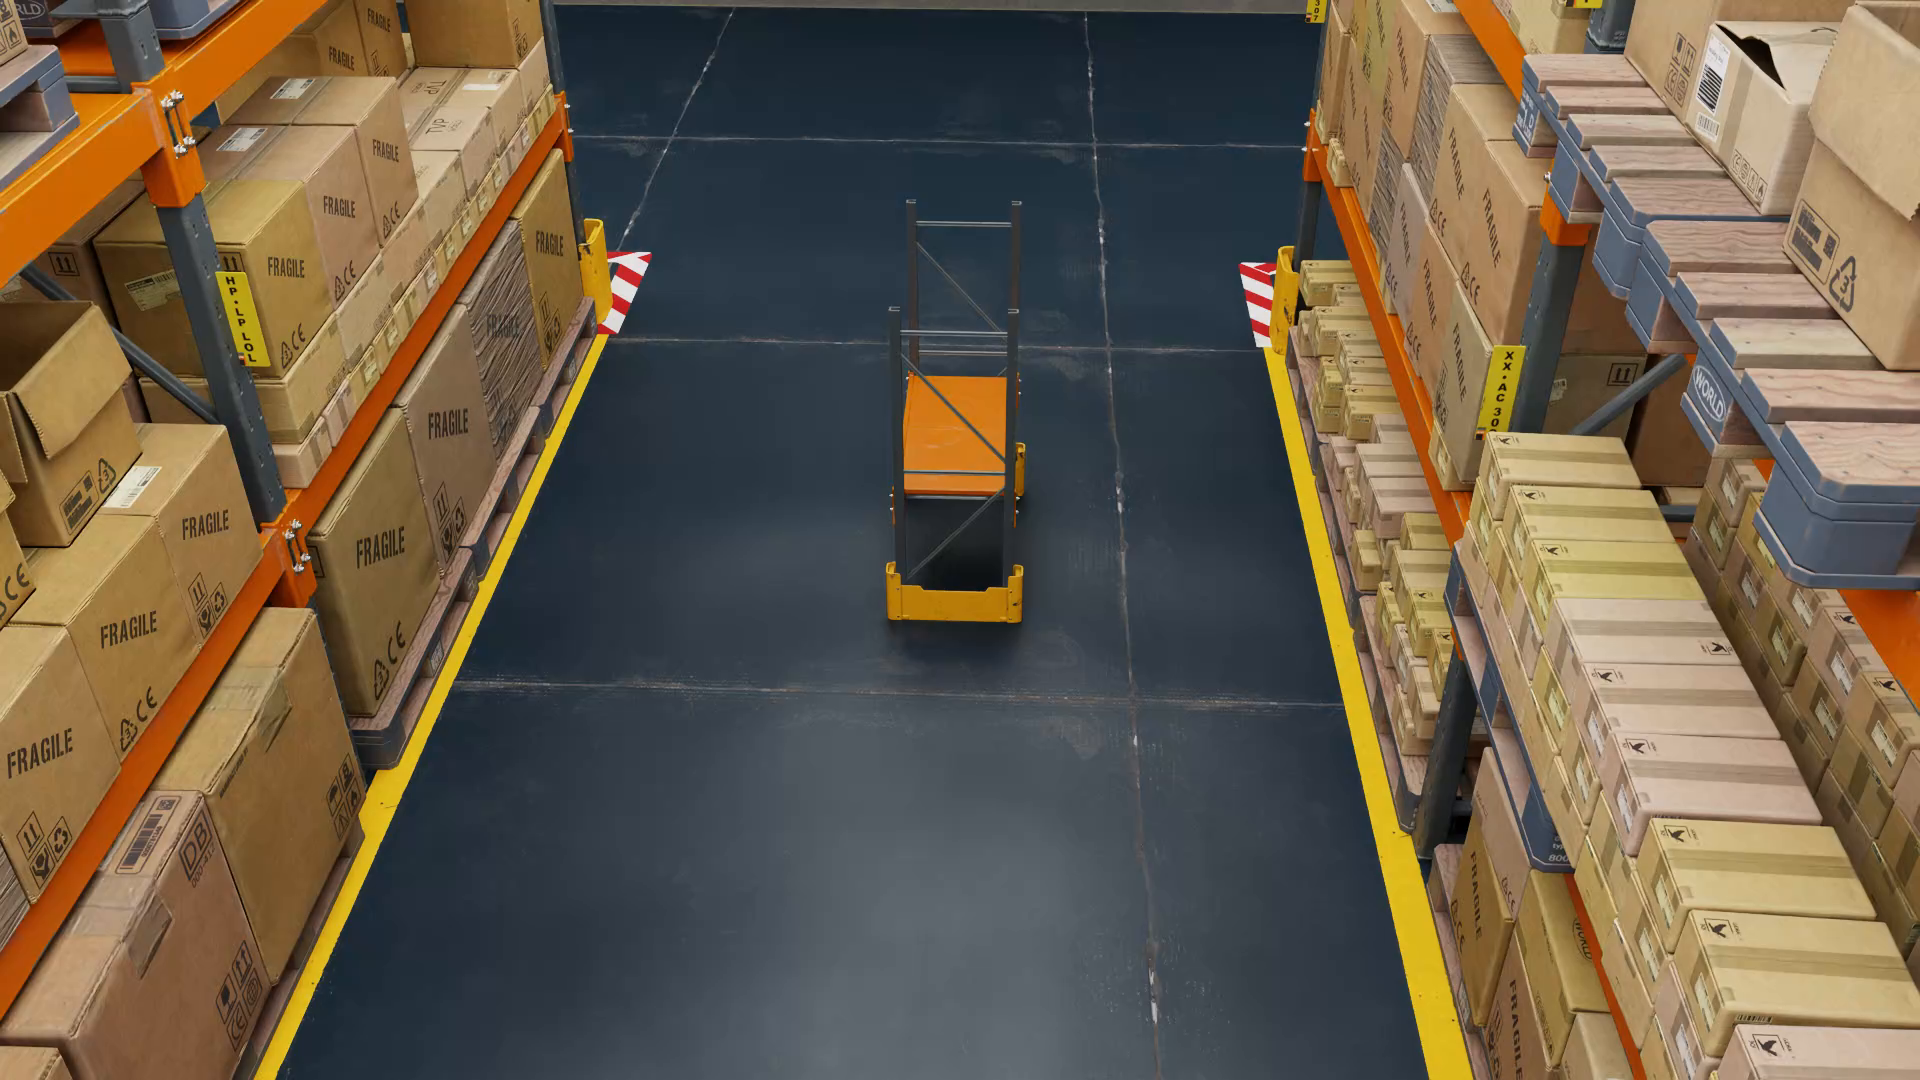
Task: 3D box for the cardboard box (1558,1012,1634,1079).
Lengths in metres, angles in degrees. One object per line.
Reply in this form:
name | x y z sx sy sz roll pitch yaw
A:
cardboard box | 1.837 1.483 4.187 0.500 0.250 0.500 3 35 4

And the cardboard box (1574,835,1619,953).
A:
cardboard box | 1.652 0.819 3.829 0.380 0.149 0.250 1 35 1

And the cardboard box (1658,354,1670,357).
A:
cardboard box | 2.436 -0.903 5.211 0.500 0.500 0.500 2 35 3

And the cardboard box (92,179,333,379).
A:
cardboard box | -2.503 -0.887 5.623 0.500 0.500 0.500 1 35 2

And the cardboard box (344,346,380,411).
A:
cardboard box | -2.413 -0.612 6.231 0.380 0.149 0.250 2 35 3

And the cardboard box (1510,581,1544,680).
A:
cardboard box | 1.680 0.244 4.388 0.380 0.149 0.250 2 35 3

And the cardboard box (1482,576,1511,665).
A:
cardboard box | 1.694 0.228 4.670 0.380 0.149 0.250 2 35 3

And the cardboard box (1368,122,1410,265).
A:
cardboard box | 1.998 -1.405 6.795 0.500 0.500 0.500 0 35 1

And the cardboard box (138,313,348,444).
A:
cardboard box | -2.497 -0.575 5.831 0.500 0.250 0.500 1 35 1

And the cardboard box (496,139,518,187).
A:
cardboard box | -2.333 -1.796 7.916 0.380 0.149 0.250 2 35 3

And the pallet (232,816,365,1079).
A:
pallet | -2.733 1.335 5.667 1.003 0.211 1.213 1 35 2

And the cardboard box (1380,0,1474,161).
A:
cardboard box | 1.978 -1.815 6.508 0.500 0.500 0.500 0 35 0

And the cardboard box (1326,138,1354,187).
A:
cardboard box | 1.961 -1.794 7.913 0.380 0.149 0.250 0 35 1

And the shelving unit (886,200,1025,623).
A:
shelving unit | -0.003 -0.570 7.256 0.587 1.500 1.083 1 35 2

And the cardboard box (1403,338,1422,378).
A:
cardboard box | 1.940 -0.752 6.429 0.380 0.149 0.250 0 35 0

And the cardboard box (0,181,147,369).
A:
cardboard box | -3.026 -0.888 5.625 0.500 0.500 0.500 2 35 3

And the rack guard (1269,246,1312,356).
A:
rack guard | 2.332 -1.310 9.179 1.175 0.500 0.348 1 35 2

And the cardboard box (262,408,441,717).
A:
cardboard box | -2.671 0.069 6.525 0.875 0.875 0.875 1 35 2

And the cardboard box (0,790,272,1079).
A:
cardboard box | -2.818 1.328 4.734 1.225 0.875 0.875 0 35 0

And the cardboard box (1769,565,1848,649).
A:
cardboard box | 2.331 0.147 4.267 0.380 0.149 0.250 0 35 0

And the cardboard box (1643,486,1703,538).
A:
cardboard box | 2.513 -0.130 5.545 0.380 0.149 0.250 3 35 4

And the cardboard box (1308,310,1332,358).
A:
cardboard box | 1.990 -1.052 8.494 0.380 0.149 0.250 1 35 2

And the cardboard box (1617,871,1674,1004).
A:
cardboard box | 1.638 0.845 3.533 0.380 0.149 0.250 1 35 1

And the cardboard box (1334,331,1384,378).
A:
cardboard box | 2.018 -0.885 7.997 0.380 0.149 0.250 0 35 0

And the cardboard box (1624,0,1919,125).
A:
cardboard box | 2.049 -1.303 3.934 0.700 0.500 0.500 1 35 2

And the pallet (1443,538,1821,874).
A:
pallet | 1.998 0.436 4.688 1.003 0.211 1.213 1 35 2

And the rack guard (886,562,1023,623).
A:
rack guard | -0.023 0.228 7.209 0.587 0.250 0.087 1 35 2

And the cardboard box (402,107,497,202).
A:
cardboard box | -2.412 -1.741 7.490 0.500 0.250 0.500 0 35 0

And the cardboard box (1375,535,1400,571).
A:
cardboard box | 1.960 0.008 6.986 0.380 0.149 0.250 2 35 3

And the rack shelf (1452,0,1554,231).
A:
rack shelf | 2.255 -2.160 6.232 1.077 0.370 4.000 1 35 2

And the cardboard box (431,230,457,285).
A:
cardboard box | -2.372 -1.206 7.076 0.380 0.149 0.250 0 35 1

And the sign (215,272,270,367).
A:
sign | -2.235 -0.685 5.178 0.100 0.325 0.005 1 35 2

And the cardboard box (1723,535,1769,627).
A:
cardboard box | 2.346 0.116 4.571 0.380 0.149 0.250 2 35 2

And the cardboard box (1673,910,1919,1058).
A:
cardboard box | 1.629 0.873 3.236 0.380 0.149 0.250 3 35 4

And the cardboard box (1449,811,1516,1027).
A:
cardboard box | 1.880 1.191 5.255 0.500 0.500 0.500 3 35 4

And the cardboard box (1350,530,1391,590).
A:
cardboard box | 1.891 0.089 7.129 0.380 0.149 0.250 1 35 2

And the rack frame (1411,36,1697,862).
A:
rack frame | 2.174 -0.078 5.252 1.000 3.000 0.127 1 35 2

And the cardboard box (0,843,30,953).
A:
cardboard box | -2.589 0.856 3.837 0.500 0.500 0.500 1 35 2

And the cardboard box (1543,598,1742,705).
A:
cardboard box | 1.668 0.276 4.084 0.380 0.149 0.250 1 35 1

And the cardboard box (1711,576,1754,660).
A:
cardboard box | 2.346 0.235 4.660 0.380 0.149 0.250 2 35 2

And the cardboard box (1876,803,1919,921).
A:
cardboard box | 2.306 0.722 3.709 0.380 0.149 0.250 1 35 2

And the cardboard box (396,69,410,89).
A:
cardboard box | -2.920 -2.041 7.917 0.500 0.250 0.500 1 35 1

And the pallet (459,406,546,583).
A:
pallet | -2.623 -0.248 7.919 1.003 0.211 1.213 1 35 2

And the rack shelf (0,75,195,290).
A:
rack shelf | -2.858 -0.035 3.207 1.077 0.370 4.000 1 35 2

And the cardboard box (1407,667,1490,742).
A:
cardboard box | 1.869 0.606 6.134 0.380 0.149 0.250 2 35 3

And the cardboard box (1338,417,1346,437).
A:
cardboard box | 2.027 -0.500 7.967 0.380 0.149 0.250 1 35 2

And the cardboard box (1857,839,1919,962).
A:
cardboard box | 2.307 0.834 3.808 0.380 0.149 0.250 3 35 4

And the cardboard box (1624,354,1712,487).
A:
cardboard box | 2.446 -0.519 5.535 0.500 0.500 0.500 1 35 1

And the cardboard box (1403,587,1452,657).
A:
cardboard box | 1.899 0.315 6.290 0.380 0.149 0.250 2 35 2

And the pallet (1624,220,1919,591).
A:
pallet | 2.004 -0.280 3.095 1.213 0.211 1.003 1 35 2

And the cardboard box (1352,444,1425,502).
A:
cardboard box | 1.907 -0.288 7.148 0.380 0.149 0.250 0 35 0
